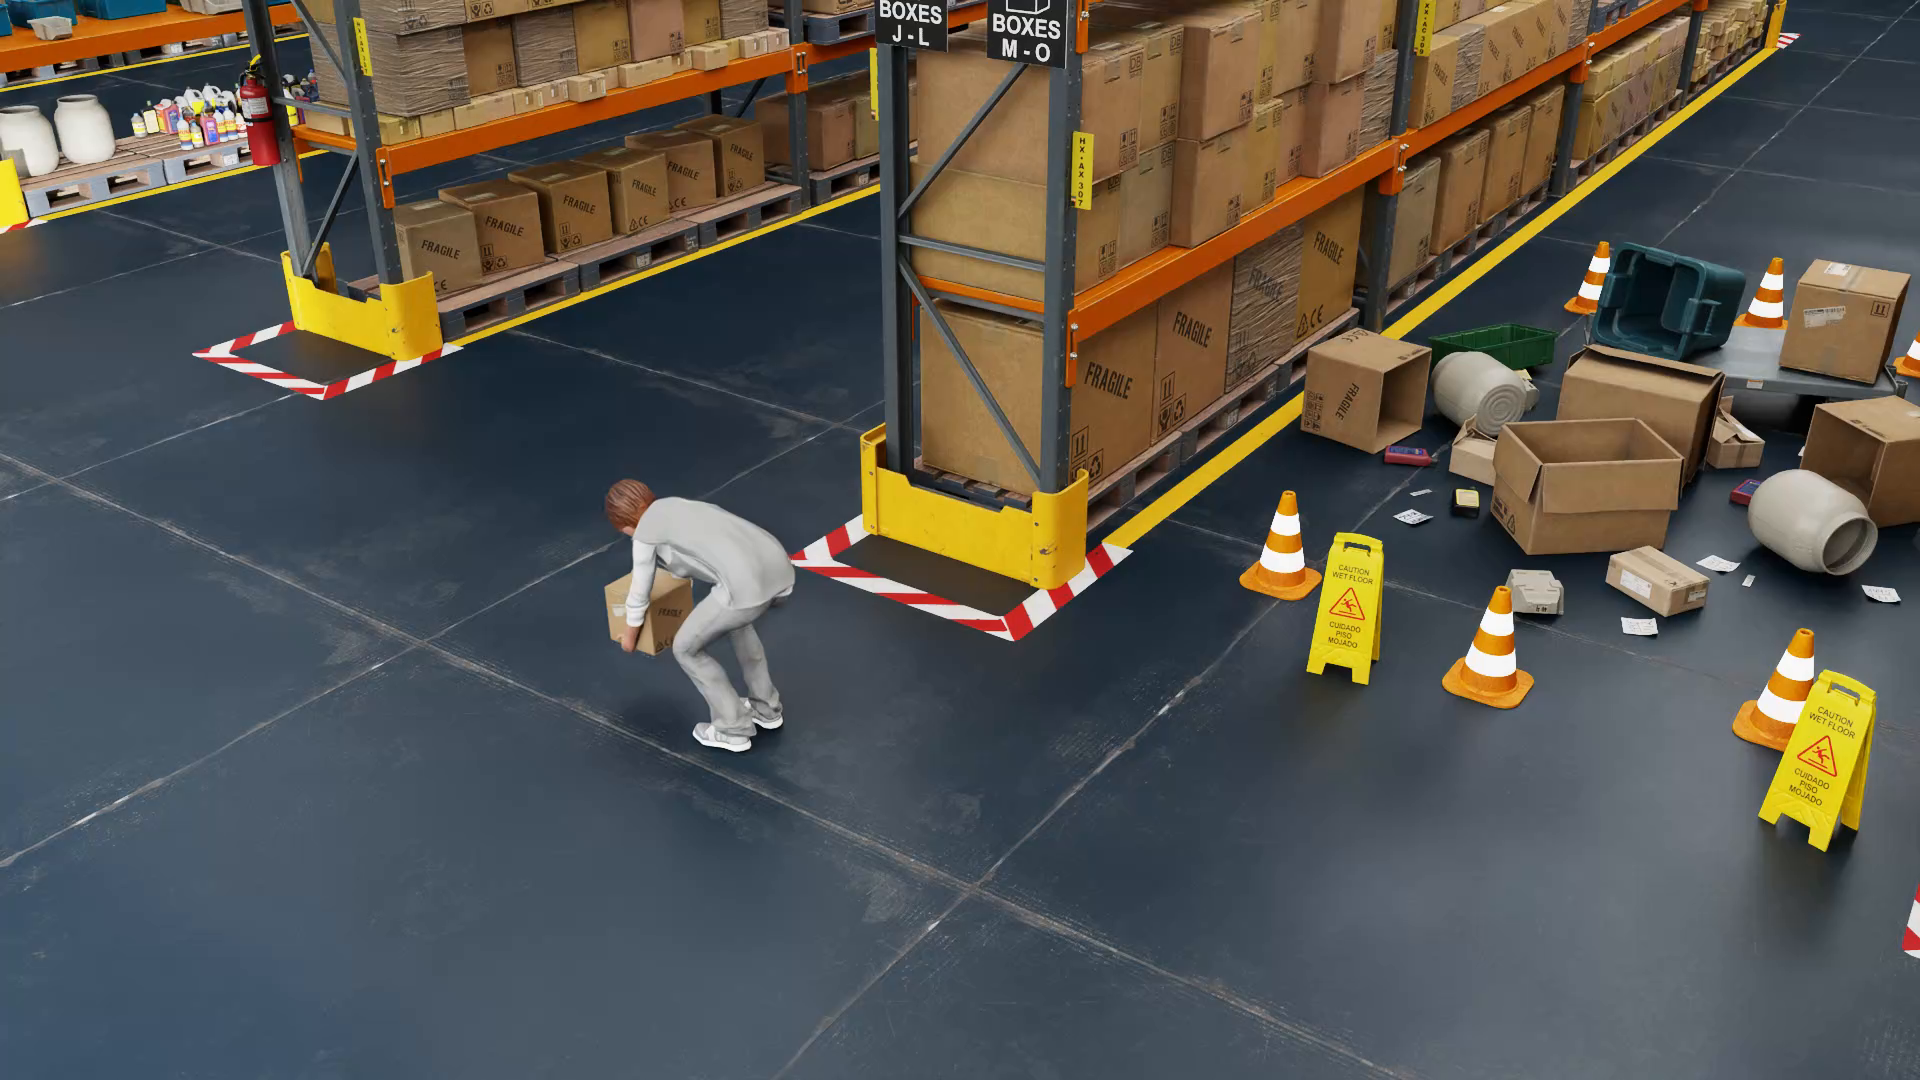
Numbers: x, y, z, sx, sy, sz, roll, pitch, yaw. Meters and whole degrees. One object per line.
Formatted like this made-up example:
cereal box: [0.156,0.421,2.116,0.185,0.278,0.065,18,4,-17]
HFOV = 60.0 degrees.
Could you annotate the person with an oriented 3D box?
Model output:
person: [-1.044,0.296,6.685,0.857,1.021,0.415,16,31,28]
